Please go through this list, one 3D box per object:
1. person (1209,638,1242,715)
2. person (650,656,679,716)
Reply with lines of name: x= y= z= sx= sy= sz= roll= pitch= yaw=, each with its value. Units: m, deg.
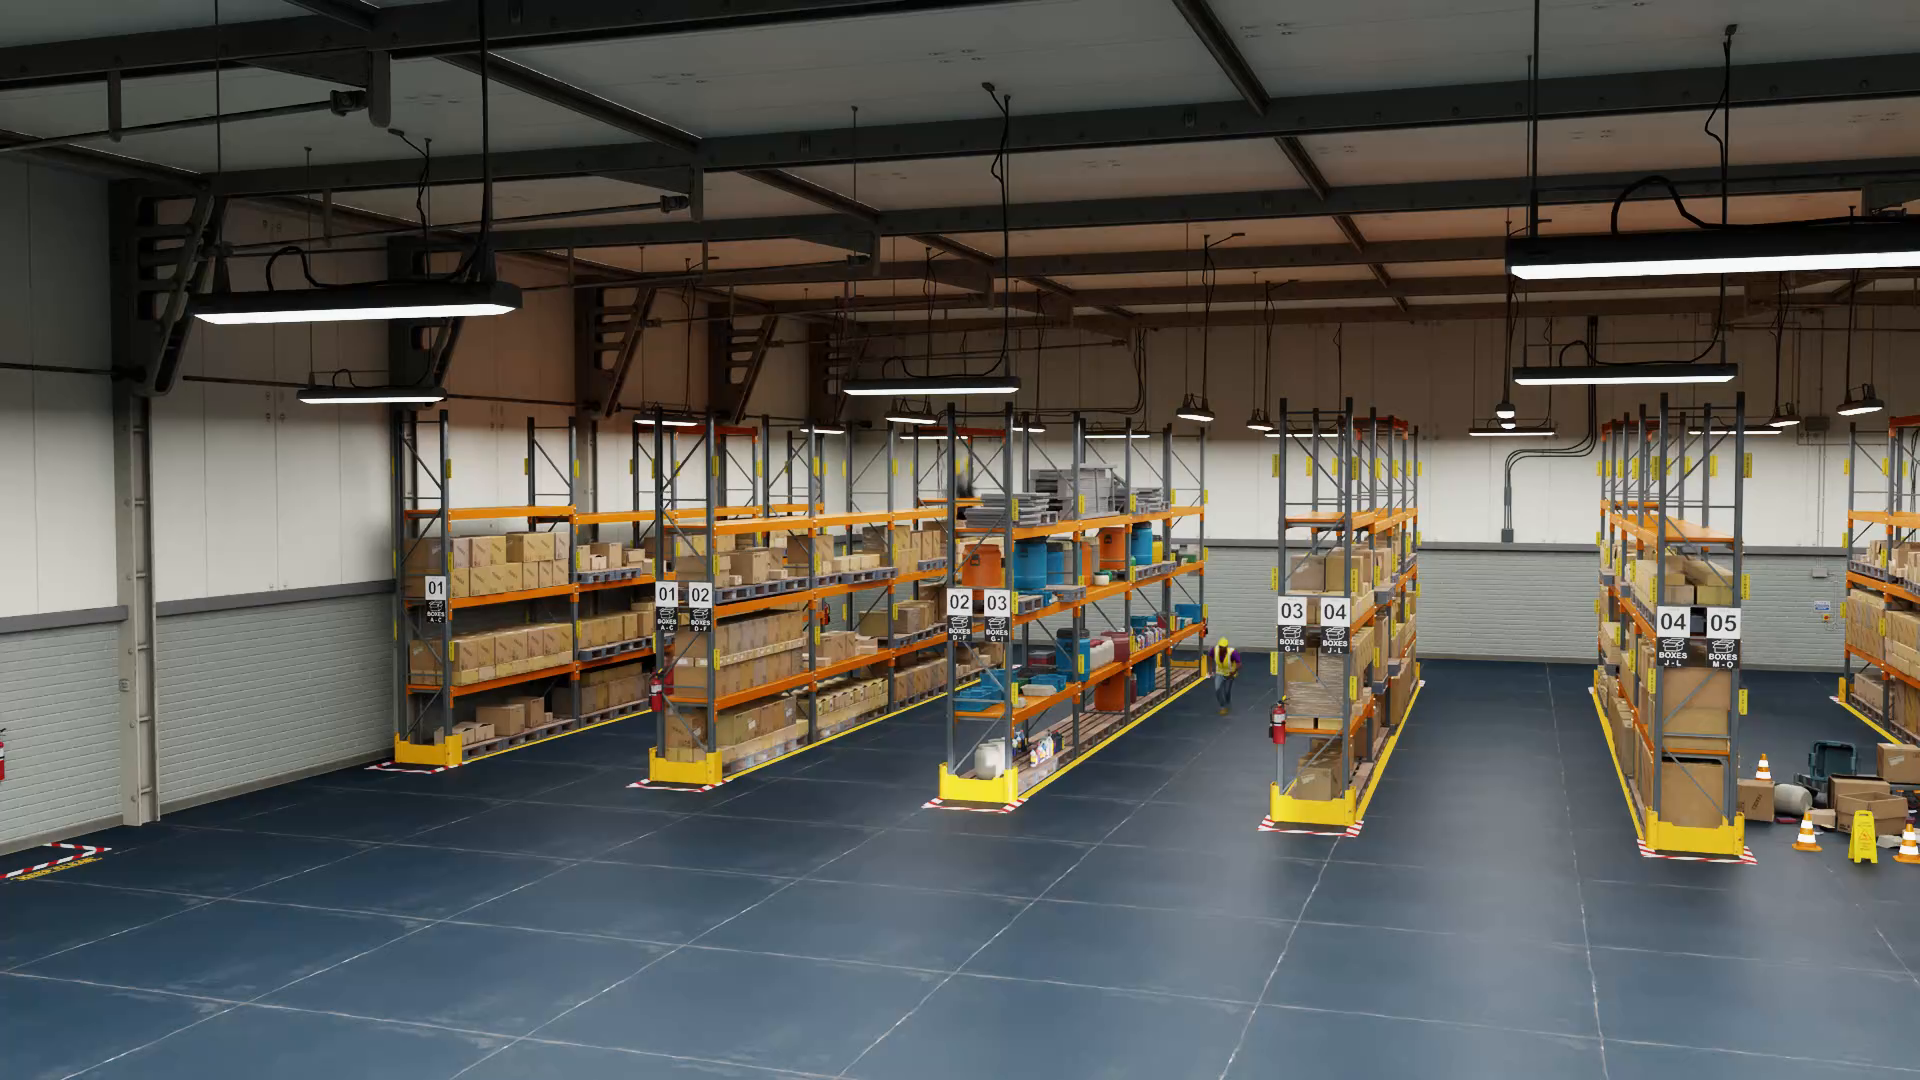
person: x=5.457 y=2.764 z=34.076 sx=0.709 sy=1.608 sz=1.109 roll=1 pitch=3 yaw=20
person: x=-5.247 y=2.896 z=29.940 sx=0.650 sy=1.673 sz=0.766 roll=1 pitch=3 yaw=13
